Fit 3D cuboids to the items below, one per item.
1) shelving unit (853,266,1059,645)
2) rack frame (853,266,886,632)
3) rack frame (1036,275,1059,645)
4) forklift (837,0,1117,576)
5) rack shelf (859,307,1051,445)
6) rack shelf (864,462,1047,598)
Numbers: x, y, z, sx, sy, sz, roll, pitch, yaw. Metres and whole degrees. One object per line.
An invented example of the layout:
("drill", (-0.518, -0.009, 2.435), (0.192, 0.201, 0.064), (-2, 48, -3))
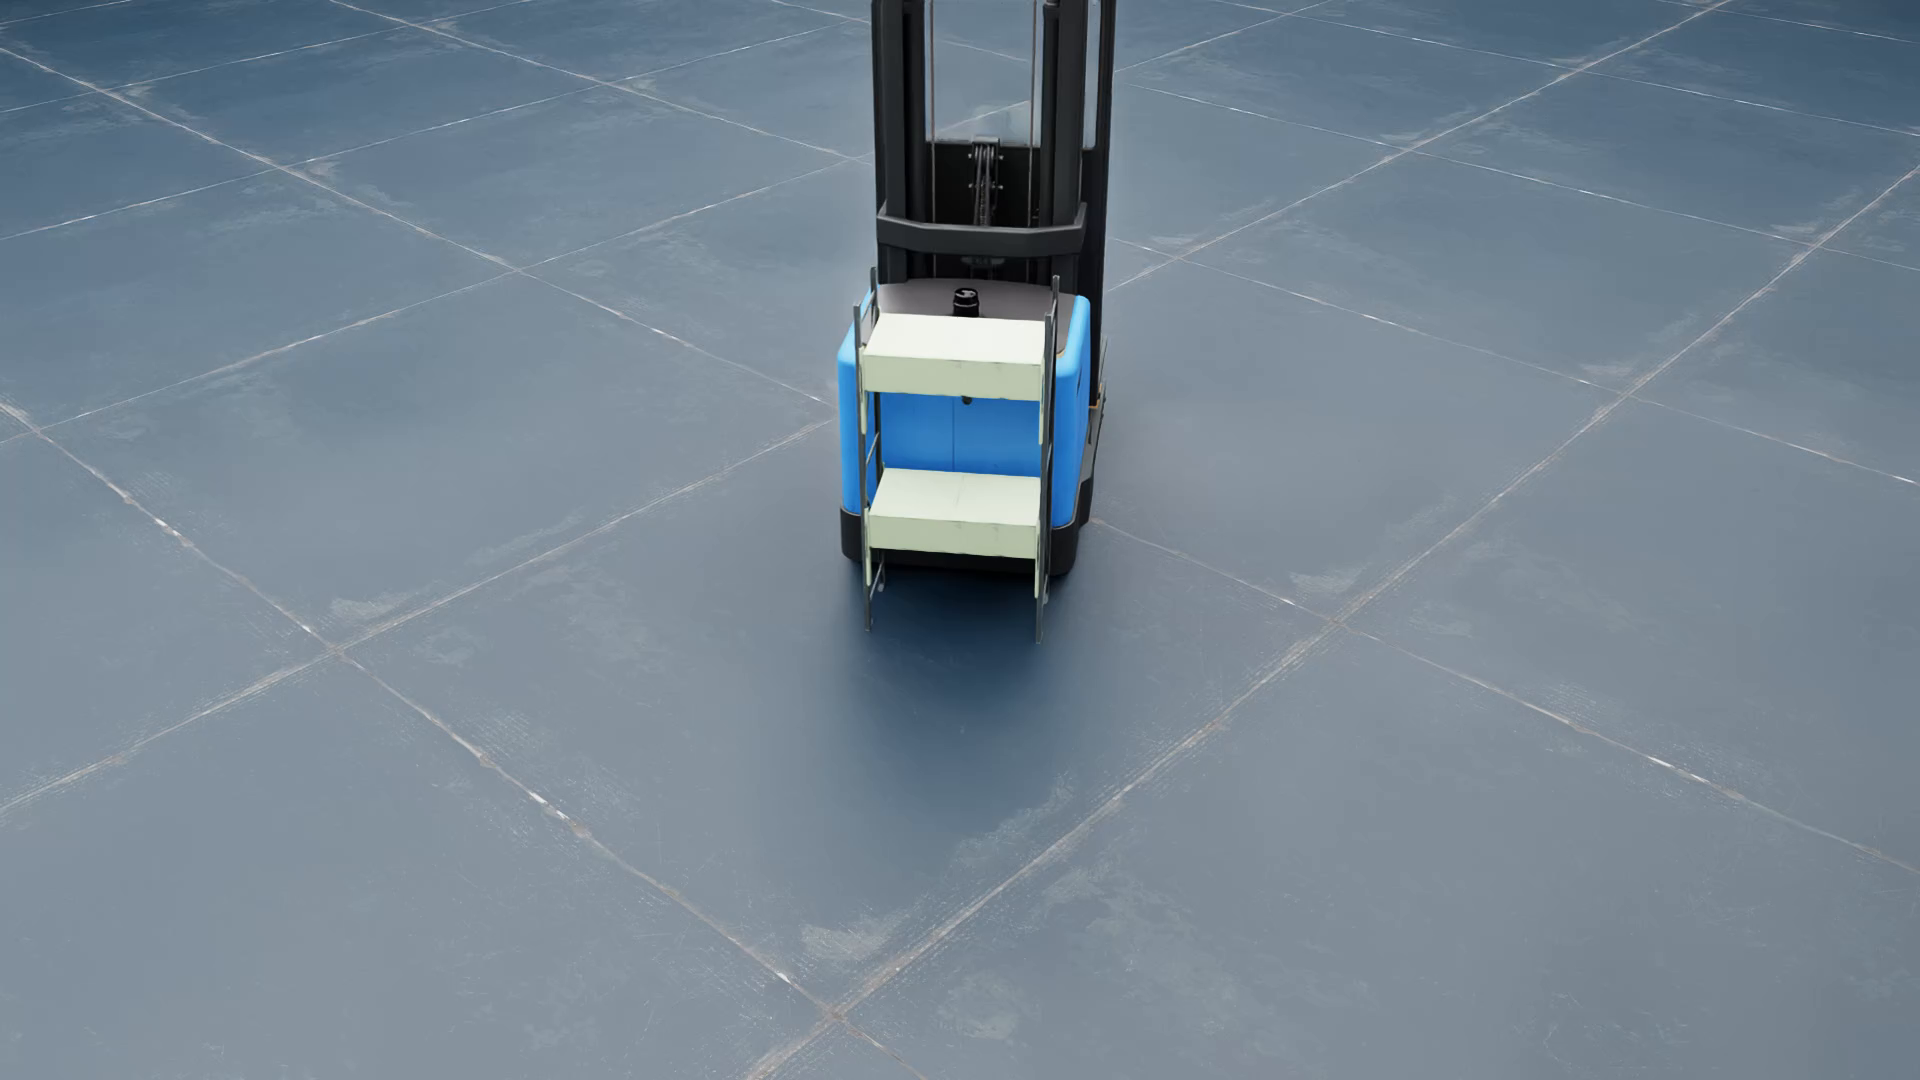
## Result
("shelving unit", (-0.007, -0.327, 6.839), (0.755, 1.500, 0.431), (4, 31, 6))
("rack frame", (-0.370, -0.351, 6.879), (0.023, 1.500, 0.400), (4, 31, 6))
("rack frame", (0.356, -0.302, 6.798), (0.023, 1.500, 0.400), (4, 31, 6))
("forklift", (0.182, -1.840, 7.965), (1.130, 2.935, 3.031), (4, 31, 7))
("rack shelf", (-0.007, -0.661, 6.637), (0.720, 0.370, 0.431), (4, 31, 6))
("rack shelf", (-0.007, -0.047, 7.007), (0.720, 0.370, 0.431), (4, 31, 6))
